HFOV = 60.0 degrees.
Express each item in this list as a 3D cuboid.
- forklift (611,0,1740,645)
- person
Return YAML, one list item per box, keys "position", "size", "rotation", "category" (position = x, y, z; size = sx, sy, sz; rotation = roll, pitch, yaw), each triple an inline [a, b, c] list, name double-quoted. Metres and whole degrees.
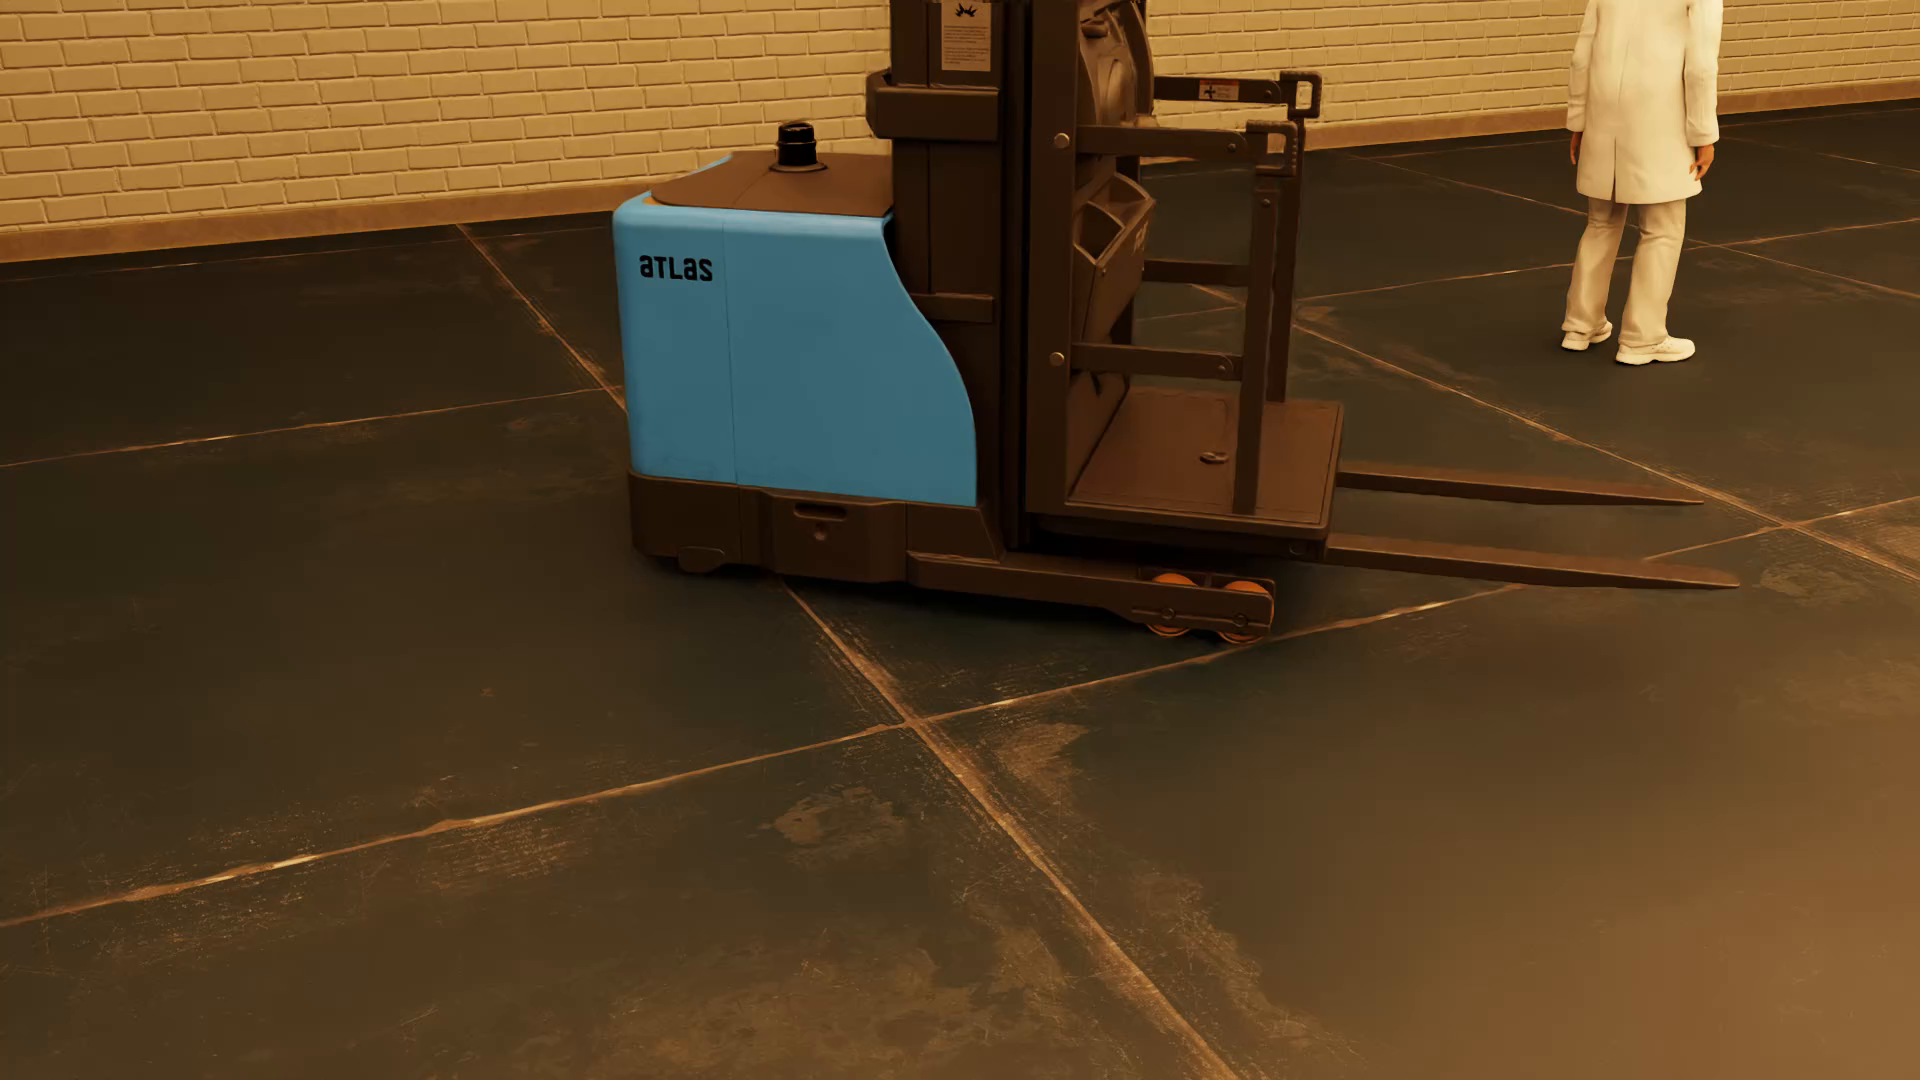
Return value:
- position: [0.609, -1.300, 4.416]
  size: [3.031, 2.935, 1.130]
  rotation: [6, 23, 13]
  category: "forklift"
- position: [2.742, -1.624, 6.705]
  size: [0.436, 1.772, 0.644]
  rotation: [-17, 28, -35]
  category: "person"
